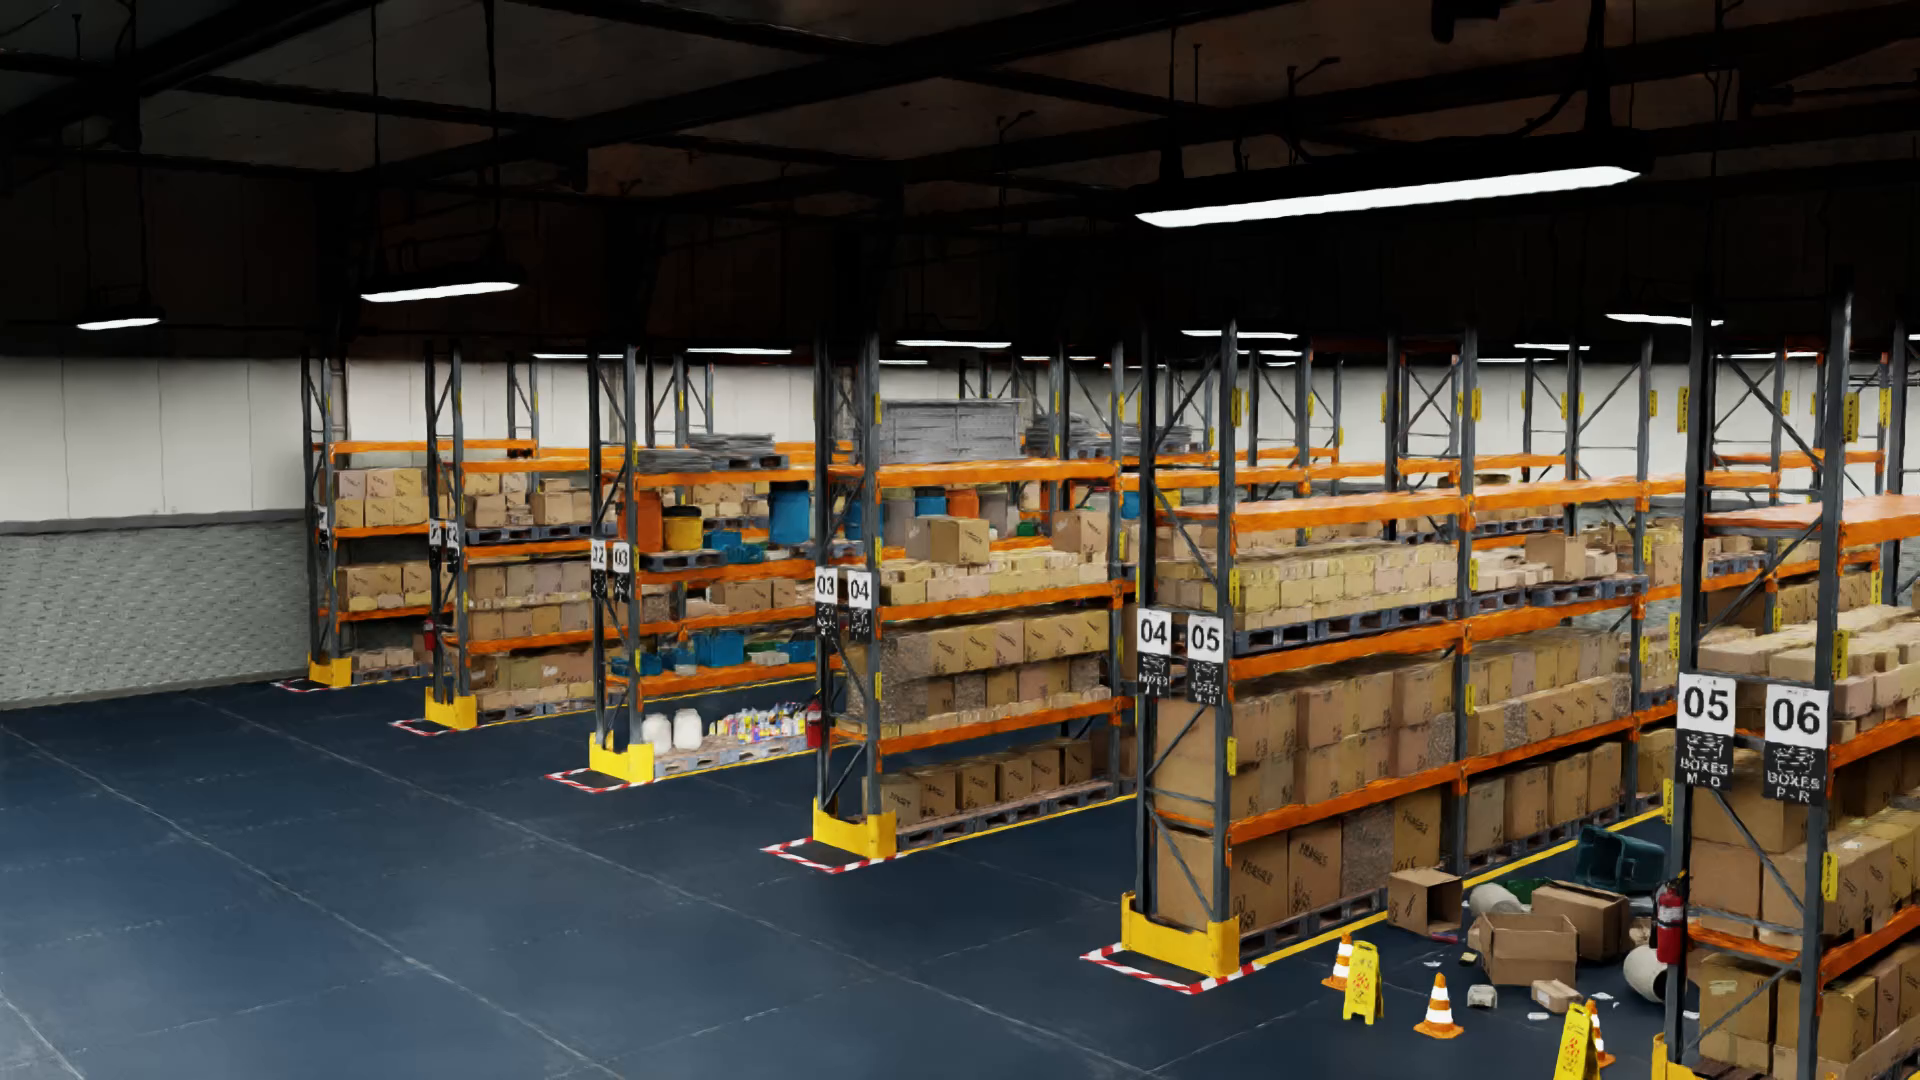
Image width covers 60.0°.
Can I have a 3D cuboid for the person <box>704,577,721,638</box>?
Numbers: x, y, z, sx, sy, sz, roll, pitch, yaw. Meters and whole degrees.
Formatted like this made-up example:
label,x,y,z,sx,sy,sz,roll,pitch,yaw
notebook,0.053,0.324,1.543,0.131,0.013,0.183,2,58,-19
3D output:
label,x,y,z,sx,sy,sz,roll,pitch,yaw
person,-4.836,1.469,32.808,0.474,1.600,0.575,2,5,23
